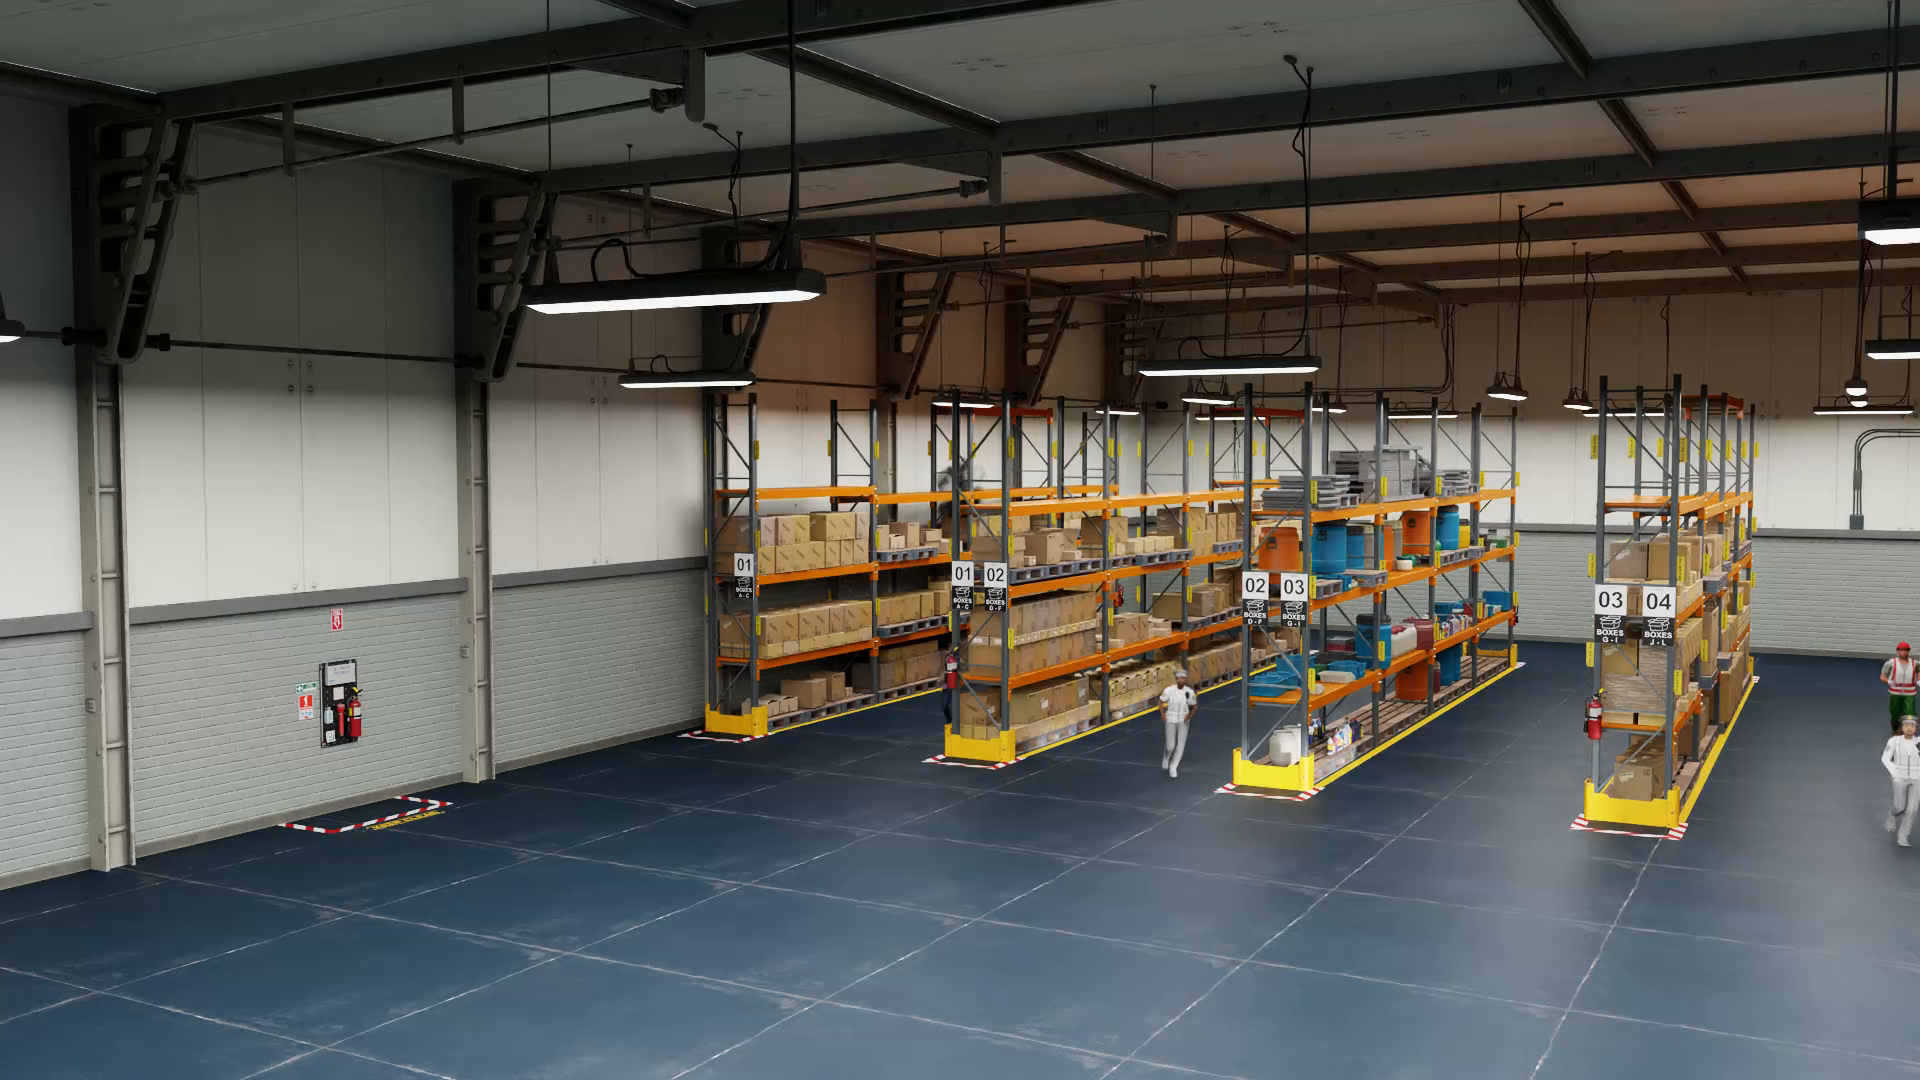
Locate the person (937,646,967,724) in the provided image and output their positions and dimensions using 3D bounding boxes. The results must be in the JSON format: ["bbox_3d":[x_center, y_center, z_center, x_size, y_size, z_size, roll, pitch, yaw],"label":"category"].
[{"bbox_3d":[-0.134,2.634,29.471,0.534,1.547,0.565,2,4,30],"label":"person"}]

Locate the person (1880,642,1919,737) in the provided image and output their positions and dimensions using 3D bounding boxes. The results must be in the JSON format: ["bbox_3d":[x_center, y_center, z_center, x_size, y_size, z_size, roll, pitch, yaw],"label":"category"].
[{"bbox_3d":[15.755,2.595,27.799,0.658,1.782,0.977,1,3,24],"label":"person"}]

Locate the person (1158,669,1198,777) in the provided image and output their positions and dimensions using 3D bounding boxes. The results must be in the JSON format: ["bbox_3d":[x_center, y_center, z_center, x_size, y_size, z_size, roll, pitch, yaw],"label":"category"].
[{"bbox_3d":[3.346,2.802,25.570,0.589,1.664,0.509,0,3,3],"label":"person"}]

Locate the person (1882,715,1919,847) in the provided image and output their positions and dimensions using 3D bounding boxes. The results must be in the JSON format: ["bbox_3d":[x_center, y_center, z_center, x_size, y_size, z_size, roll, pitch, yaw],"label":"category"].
[{"bbox_3d":[12.103,3.049,21.174,0.633,1.641,0.564,1,3,25],"label":"person"}]
